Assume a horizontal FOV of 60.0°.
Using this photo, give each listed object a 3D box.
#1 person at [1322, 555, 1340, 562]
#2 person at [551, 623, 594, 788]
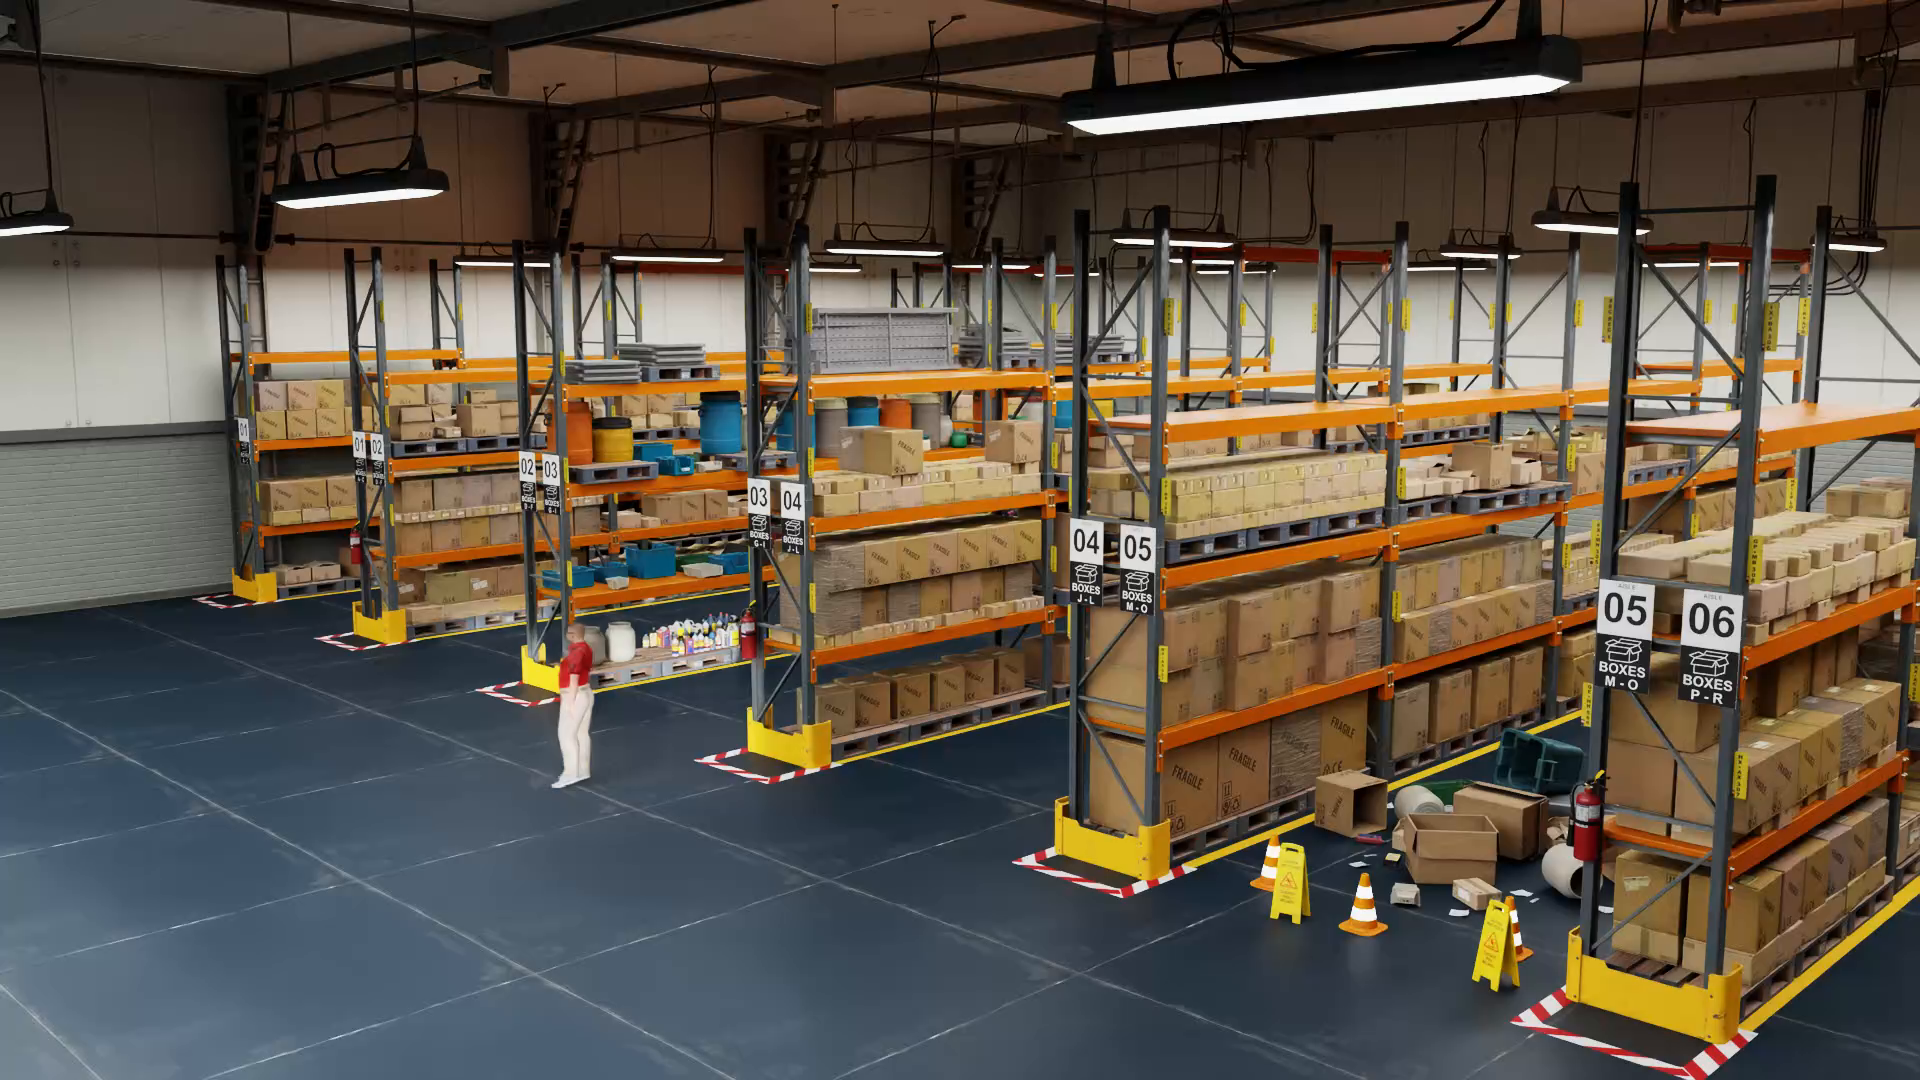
[{"bbox_3d":[5.212,1.033,23.599,0.369,1.750,0.491,1,8,7],"label":"person"},{"bbox_3d":[-4.201,1.782,18.059,0.394,1.772,0.599,1,8,6],"label":"person"}]
